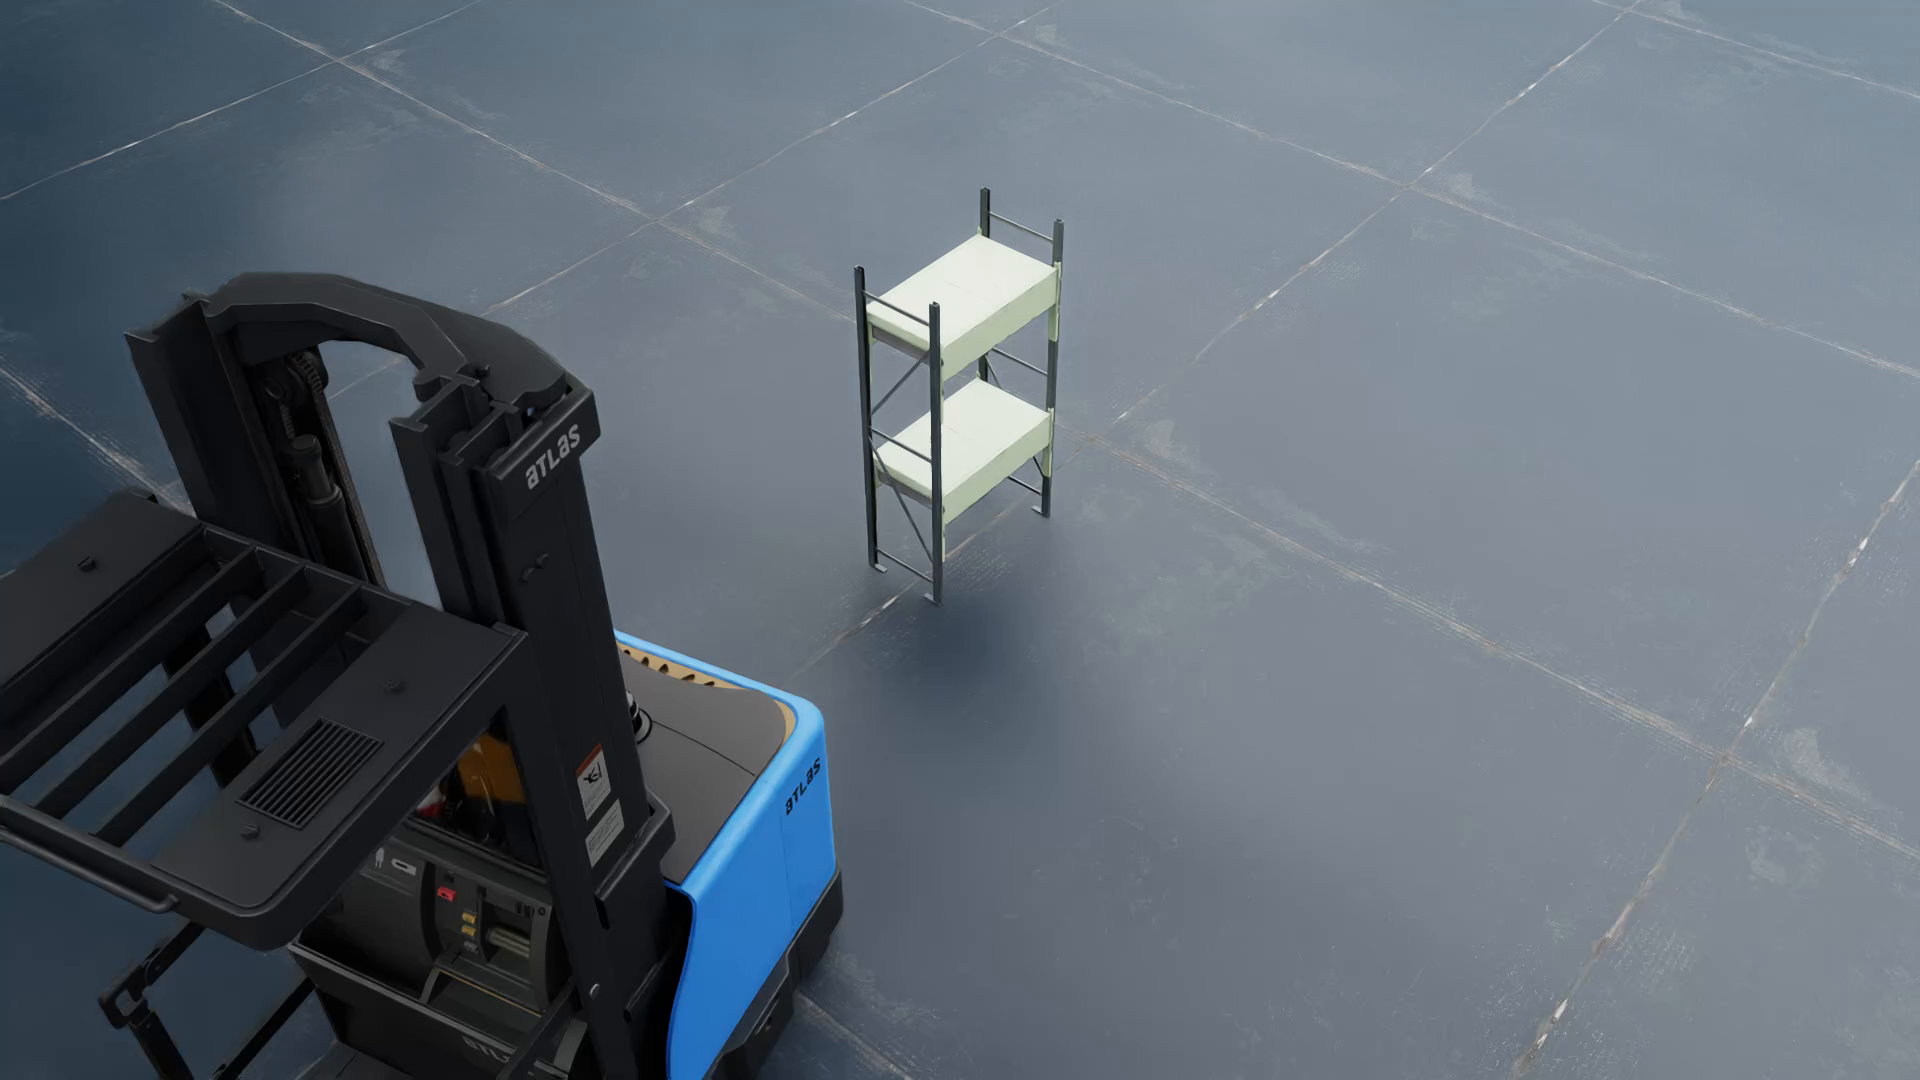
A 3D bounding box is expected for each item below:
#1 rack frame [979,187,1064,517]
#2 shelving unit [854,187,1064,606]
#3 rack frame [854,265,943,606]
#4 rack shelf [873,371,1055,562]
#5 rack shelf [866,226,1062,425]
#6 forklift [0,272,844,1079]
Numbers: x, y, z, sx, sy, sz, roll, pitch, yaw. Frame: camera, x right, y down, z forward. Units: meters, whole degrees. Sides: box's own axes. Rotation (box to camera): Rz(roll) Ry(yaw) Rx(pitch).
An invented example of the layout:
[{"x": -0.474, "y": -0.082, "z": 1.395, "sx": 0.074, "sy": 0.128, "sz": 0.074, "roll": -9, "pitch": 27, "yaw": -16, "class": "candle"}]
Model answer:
[{"x": 0.240, "y": -0.747, "z": 6.957, "sx": 0.400, "sy": 1.500, "sz": 0.023, "roll": 29, "pitch": 50, "yaw": 28, "class": "rack frame"}, {"x": 0.004, "y": -0.558, "z": 6.749, "sx": 0.431, "sy": 1.500, "sz": 0.755, "roll": 29, "pitch": 50, "yaw": 28, "class": "shelving unit"}, {"x": -0.231, "y": -0.370, "z": 6.542, "sx": 0.400, "sy": 1.500, "sz": 0.023, "roll": 29, "pitch": 50, "yaw": 28, "class": "rack frame"}, {"x": 0.004, "y": -0.317, "z": 6.969, "sx": 0.431, "sy": 0.370, "sz": 0.720, "roll": 29, "pitch": 50, "yaw": 28, "class": "rack shelf"}, {"x": 0.004, "y": -0.847, "z": 6.487, "sx": 0.431, "sy": 0.370, "sz": 0.720, "roll": 29, "pitch": 50, "yaw": 28, "class": "rack shelf"}, {"x": -1.489, "y": 0.976, "z": 3.998, "sx": 1.130, "sy": 2.935, "sz": 3.031, "roll": 18, "pitch": 45, "yaw": 18, "class": "forklift"}]
